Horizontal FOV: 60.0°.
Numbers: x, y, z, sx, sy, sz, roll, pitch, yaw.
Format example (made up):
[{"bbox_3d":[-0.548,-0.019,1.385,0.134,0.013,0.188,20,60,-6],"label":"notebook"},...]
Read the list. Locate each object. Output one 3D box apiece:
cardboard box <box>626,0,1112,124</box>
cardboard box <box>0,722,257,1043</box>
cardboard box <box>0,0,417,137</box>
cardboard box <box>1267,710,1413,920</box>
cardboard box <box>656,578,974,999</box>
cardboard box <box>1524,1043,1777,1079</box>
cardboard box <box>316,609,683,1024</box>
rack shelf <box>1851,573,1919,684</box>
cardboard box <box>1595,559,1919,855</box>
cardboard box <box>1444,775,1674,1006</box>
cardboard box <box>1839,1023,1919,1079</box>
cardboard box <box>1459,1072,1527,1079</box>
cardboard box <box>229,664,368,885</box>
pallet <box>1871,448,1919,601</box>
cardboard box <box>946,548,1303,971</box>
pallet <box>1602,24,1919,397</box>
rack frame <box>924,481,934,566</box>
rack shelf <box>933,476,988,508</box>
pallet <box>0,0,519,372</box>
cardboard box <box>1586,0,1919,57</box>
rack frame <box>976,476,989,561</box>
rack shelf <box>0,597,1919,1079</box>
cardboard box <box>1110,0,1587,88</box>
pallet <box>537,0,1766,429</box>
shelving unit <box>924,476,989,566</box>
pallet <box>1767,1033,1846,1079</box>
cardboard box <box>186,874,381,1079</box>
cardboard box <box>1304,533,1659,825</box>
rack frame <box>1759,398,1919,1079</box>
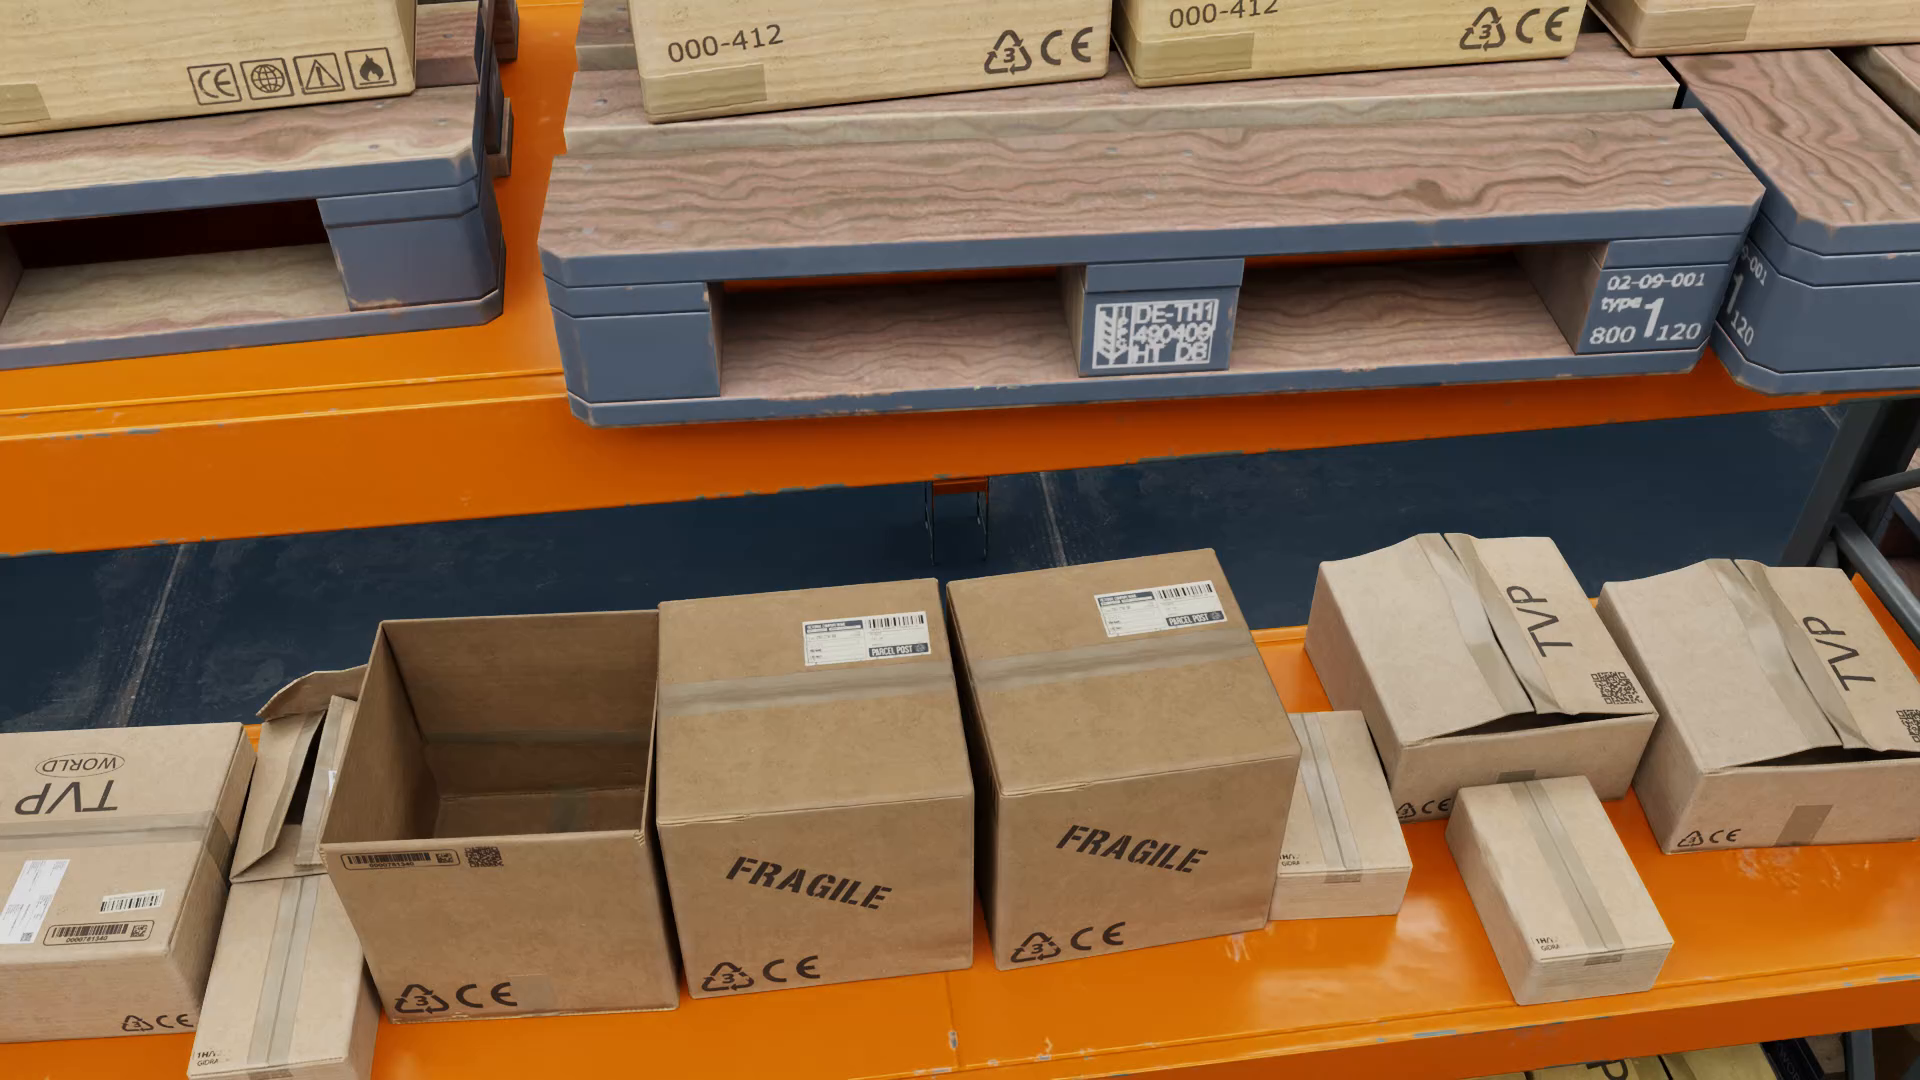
[{"bbox_3d":[-0.135,-0.722,1.869,0.500,0.250,0.500,-8,43,-9],"label":"cardboard box"},{"bbox_3d":[-1.556,0.602,2.955,0.500,0.250,0.500,-3,42,-3],"label":"cardboard box"},{"bbox_3d":[-0.883,-0.693,1.838,0.500,0.250,0.500,-9,43,-10],"label":"cardboard box"},{"bbox_3d":[0.670,0.512,3.130,0.250,0.149,0.380,-2,42,-2],"label":"cardboard box"},{"bbox_3d":[-0.256,0.436,2.953,0.500,0.500,0.500,-5,42,-5],"label":"cardboard box"},{"bbox_3d":[1.440,1.136,3.571,0.500,0.311,0.500,-4,42,-4],"label":"cardboard box"},{"bbox_3d":[-0.753,0.479,2.905,0.500,0.500,0.500,-2,42,-2],"label":"cardboard box"},{"bbox_3d":[3.910,0.364,3.644,4.000,0.370,1.077,-5,42,-6],"label":"rack shelf"},{"bbox_3d":[1.561,0.306,3.238,0.500,0.311,0.500,-3,42,-3],"label":"cardboard box"},{"bbox_3d":[1.071,0.625,3.005,0.250,0.149,0.380,-5,42,-6],"label":"cardboard box"},{"bbox_3d":[2.416,1.186,3.734,0.500,0.500,0.500,-3,42,-4],"label":"cardboard box"},{"bbox_3d":[0.925,1.186,3.516,0.500,0.311,0.500,-6,42,-6],"label":"cardboard box"},{"bbox_3d":[-1.191,0.469,3.090,0.258,0.266,0.396,-6,42,-7],"label":"cardboard box"},{"bbox_3d":[2.590,0.236,3.392,1.003,0.211,1.213,-5,42,-6],"label":"pallet"},{"bbox_3d":[0.266,0.390,3.004,0.500,0.500,0.500,-7,43,-8],"label":"cardboard box"},{"bbox_3d":[1.266,-0.655,2.138,1.003,0.211,1.213,-3,42,-4],"label":"pallet"},{"bbox_3d":[-0.105,-0.436,5.338,0.006,1.200,0.240,-5,42,-6],"label":"rack frame"},{"bbox_3d":[-0.014,-0.233,5.537,0.180,0.103,0.258,-5,42,-6],"label":"rack shelf"},{"bbox_3d":[-1.166,-0.510,1.979,1.217,0.209,0.805,-7,42,-7],"label":"pallet"},{"bbox_3d":[0.967,-0.809,1.967,0.500,0.250,0.500,-4,42,-4],"label":"cardboard box"},{"bbox_3d":[0.076,-0.452,5.356,0.006,1.200,0.240,-5,42,-6],"label":"rack frame"},{"bbox_3d":[-0.056,0.711,3.259,4.000,0.370,1.077,-5,42,-6],"label":"rack shelf"},{"bbox_3d":[0.399,-0.767,1.920,0.500,0.250,0.500,-6,42,-6],"label":"cardboard box"},{"bbox_3d":[0.157,-0.556,2.028,1.213,0.211,1.003,-3,42,-4],"label":"pallet"},{"bbox_3d":[-0.014,-0.444,5.347,0.189,1.200,0.258,-5,42,-6],"label":"shelving unit"},{"bbox_3d":[2.672,1.266,4.189,1.213,0.211,1.003,-5,42,-6],"label":"pallet"},{"bbox_3d":[-1.134,0.770,2.844,0.250,0.149,0.380,-5,42,-6],"label":"cardboard box"},{"bbox_3d":[1.015,0.253,3.297,0.500,0.311,0.500,-5,42,-6],"label":"cardboard box"},{"bbox_3d":[1.927,0.271,3.211,0.127,3.000,1.000,-5,42,-6],"label":"rack frame"}]
